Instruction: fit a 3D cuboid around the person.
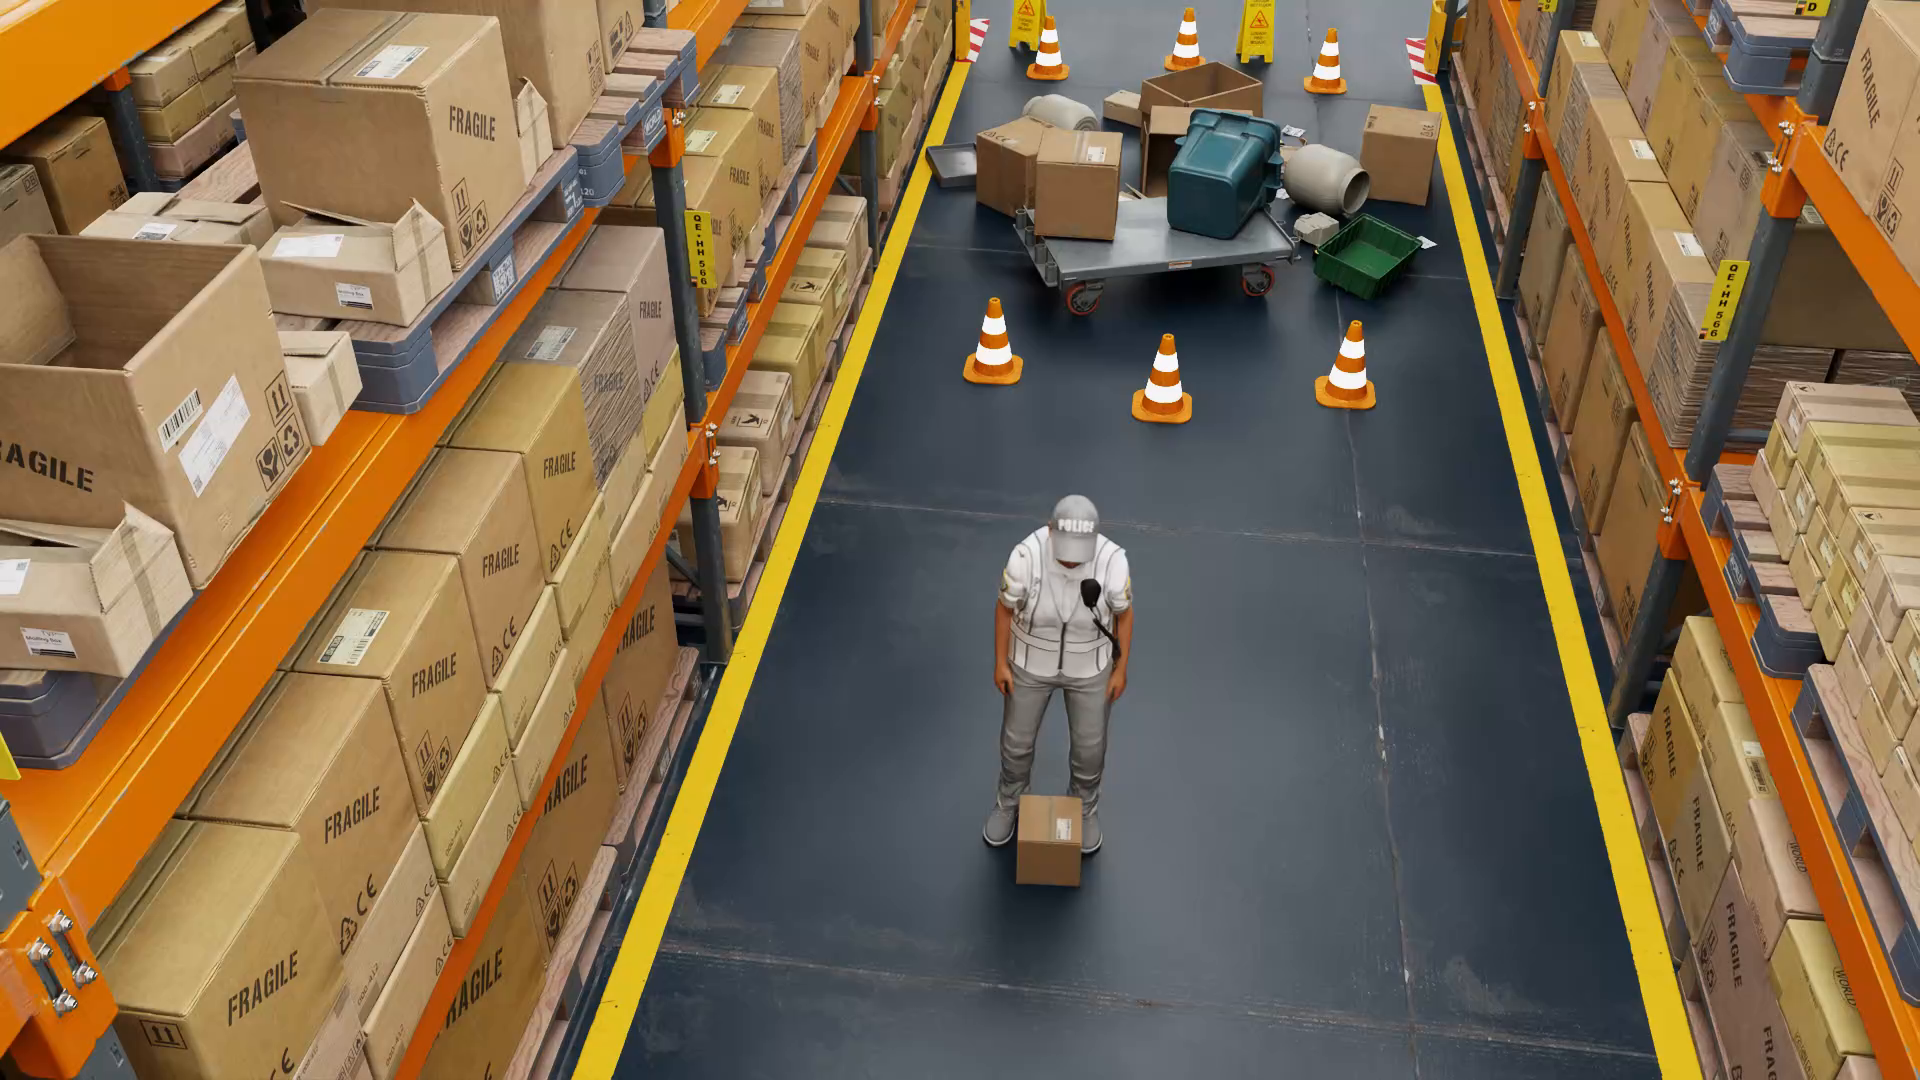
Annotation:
[{"bbox_3d":[0.380,0.496,6.359,0.561,1.665,0.471,2,36,3],"label":"person"}]
